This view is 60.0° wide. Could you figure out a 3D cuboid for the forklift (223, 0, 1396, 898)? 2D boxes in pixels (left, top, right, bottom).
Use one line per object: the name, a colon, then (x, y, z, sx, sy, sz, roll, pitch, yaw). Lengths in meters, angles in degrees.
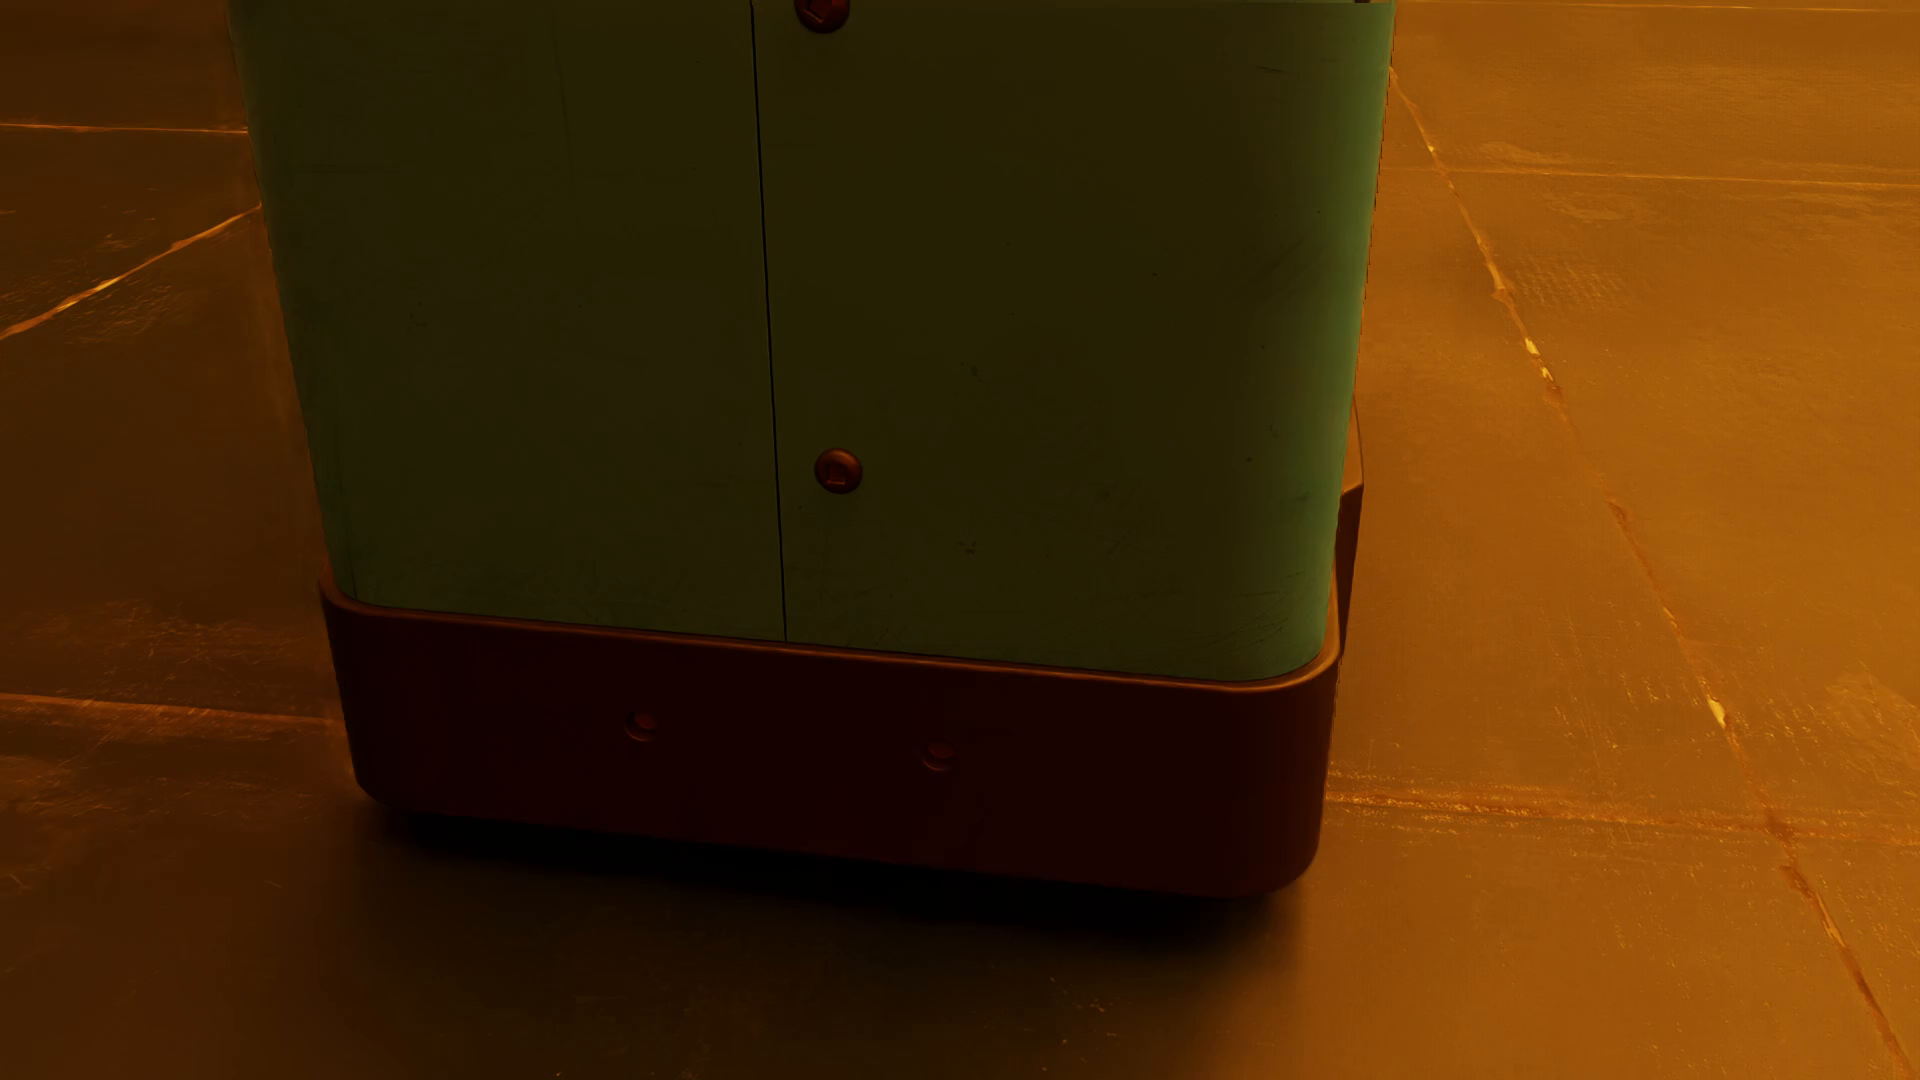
forklift: (0.091, -1.593, 2.411, 1.130, 2.935, 3.031, 4, 27, 9)
